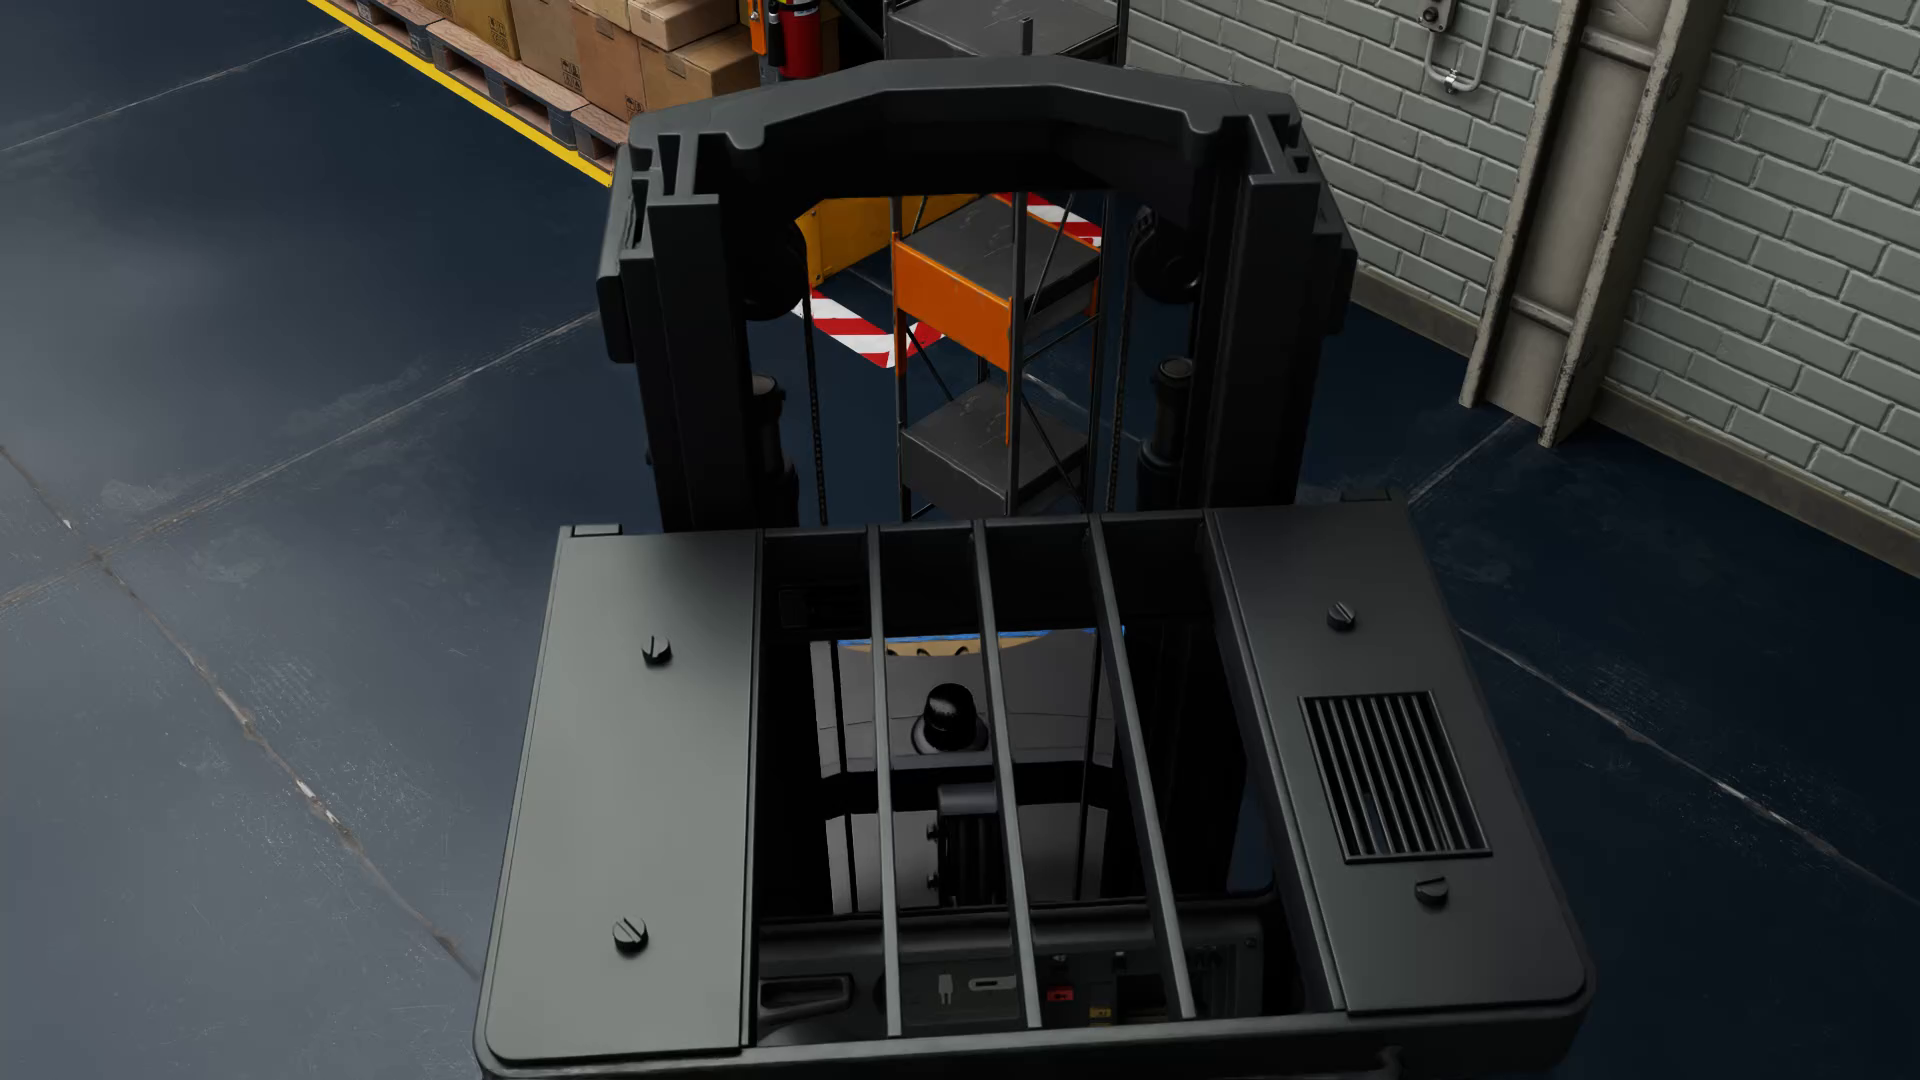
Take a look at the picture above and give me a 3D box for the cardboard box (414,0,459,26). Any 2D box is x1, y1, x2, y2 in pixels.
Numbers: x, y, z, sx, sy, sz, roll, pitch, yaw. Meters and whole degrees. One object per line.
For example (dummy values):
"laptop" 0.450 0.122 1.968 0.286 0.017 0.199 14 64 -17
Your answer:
"cardboard box" -2.397 -2.993 8.311 0.500 0.500 0.700 34 52 31

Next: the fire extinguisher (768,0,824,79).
"fire extinguisher" -0.600 -2.027 6.065 0.296 0.674 0.183 -34 53 -31

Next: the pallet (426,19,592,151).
"pallet" -1.858 -2.395 8.186 1.003 0.211 1.213 -34 53 -31

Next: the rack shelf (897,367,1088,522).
"rack shelf" 0.117 -0.168 5.436 0.431 0.518 0.480 -34 53 -31

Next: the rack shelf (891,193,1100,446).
"rack shelf" 0.117 -0.682 4.961 0.431 0.518 0.480 -34 53 -31

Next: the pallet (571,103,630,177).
"pallet" -1.000 -1.809 7.552 1.003 0.211 1.213 -34 53 -31

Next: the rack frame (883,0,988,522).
"rack frame" -0.055 -0.809 5.078 0.400 2.100 0.015 -34 53 -31

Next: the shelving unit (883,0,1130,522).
"shelving unit" 0.117 -0.692 4.951 0.431 2.100 0.503 -34 53 -31

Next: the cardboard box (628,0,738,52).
"cardboard box" -1.165 -2.223 7.000 0.250 0.149 0.380 34 52 31

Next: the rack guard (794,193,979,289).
"rack guard" -0.363 -1.557 7.066 1.175 0.500 0.348 -34 53 -31

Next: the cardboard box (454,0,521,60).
"cardboard box" -2.036 -2.745 8.043 0.700 0.500 0.500 -33 52 -30

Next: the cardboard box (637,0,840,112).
"cardboard box" -0.945 -2.011 7.248 0.700 0.500 0.500 -34 53 -31

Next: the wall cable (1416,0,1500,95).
"wall cable" 1.194 -2.697 5.710 0.084 1.984 1.851 -34 53 -31

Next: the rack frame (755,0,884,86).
"rack frame" -0.380 -2.486 6.230 1.000 3.000 0.127 -34 53 -31

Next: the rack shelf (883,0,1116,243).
"rack shelf" 0.117 -1.196 4.486 0.431 0.518 0.480 -34 53 -31

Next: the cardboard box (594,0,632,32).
"cardboard box" -1.346 -2.346 7.133 0.380 0.149 0.250 -33 52 -30

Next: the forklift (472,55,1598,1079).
"forklift" 0.053 0.918 2.597 1.130 2.935 3.031 -3 43 -3

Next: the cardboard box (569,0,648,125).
"cardboard box" -1.299 -2.251 7.508 0.500 0.500 0.700 34 53 31

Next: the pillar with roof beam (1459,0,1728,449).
"pillar with roof beam" -0.909 -1.743 1.006 9.100 9.000 0.400 -34 53 -31

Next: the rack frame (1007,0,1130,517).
"rack frame" 0.289 -0.574 4.824 0.400 2.100 0.015 -34 53 -31

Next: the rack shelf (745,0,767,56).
"rack shelf" -1.793 -3.183 7.514 1.077 0.370 4.000 -34 53 -31

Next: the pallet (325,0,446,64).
"pallet" -2.723 -2.981 8.821 1.003 0.211 1.213 -34 53 -31

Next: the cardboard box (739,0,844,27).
"cardboard box" -0.716 -2.285 7.067 0.380 0.149 0.250 -34 52 -31

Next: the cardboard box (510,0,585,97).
"cardboard box" -1.654 -2.493 7.770 0.500 0.500 0.700 32 52 30
